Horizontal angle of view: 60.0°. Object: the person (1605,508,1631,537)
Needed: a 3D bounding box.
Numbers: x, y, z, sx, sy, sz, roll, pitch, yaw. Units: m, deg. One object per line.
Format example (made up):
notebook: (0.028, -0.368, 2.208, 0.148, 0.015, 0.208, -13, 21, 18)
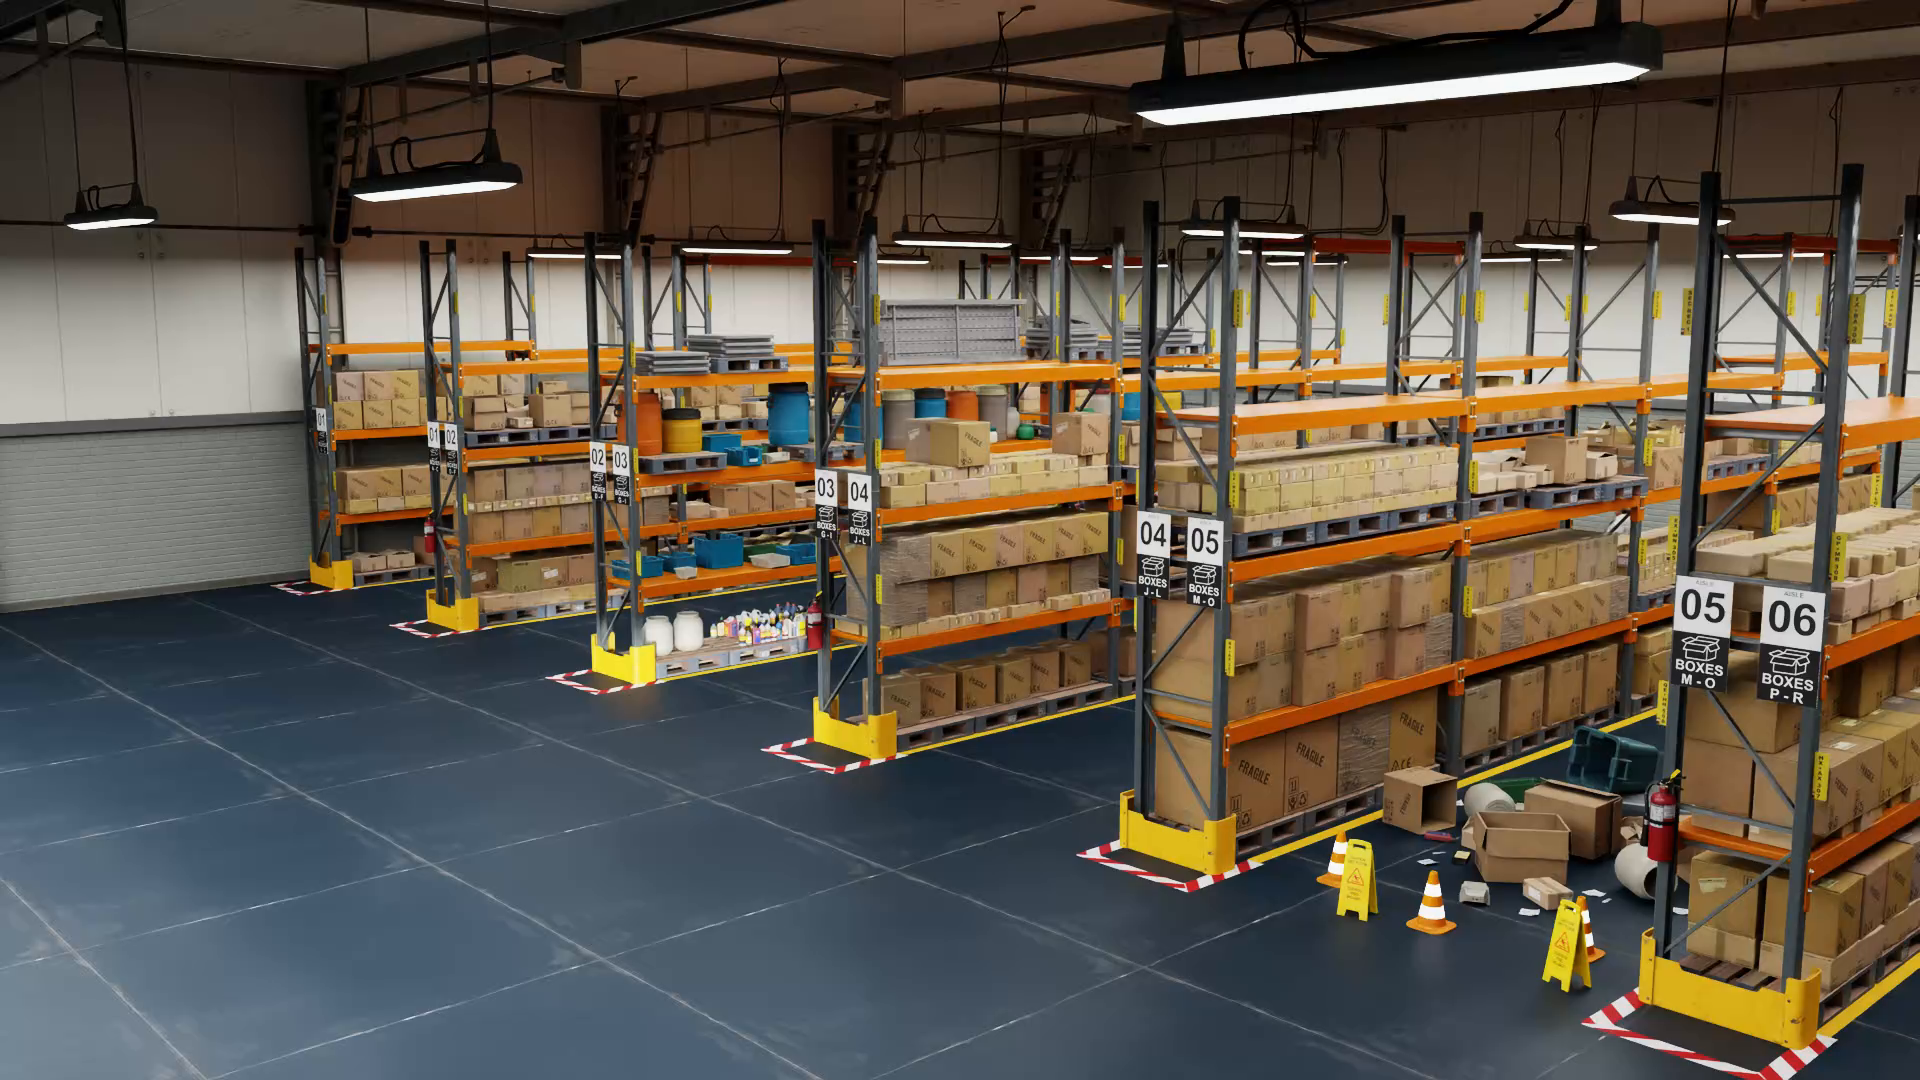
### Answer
person: (11.297, 0.167, 28.487, 0.555, 1.667, 0.388, -8, 12, -44)
